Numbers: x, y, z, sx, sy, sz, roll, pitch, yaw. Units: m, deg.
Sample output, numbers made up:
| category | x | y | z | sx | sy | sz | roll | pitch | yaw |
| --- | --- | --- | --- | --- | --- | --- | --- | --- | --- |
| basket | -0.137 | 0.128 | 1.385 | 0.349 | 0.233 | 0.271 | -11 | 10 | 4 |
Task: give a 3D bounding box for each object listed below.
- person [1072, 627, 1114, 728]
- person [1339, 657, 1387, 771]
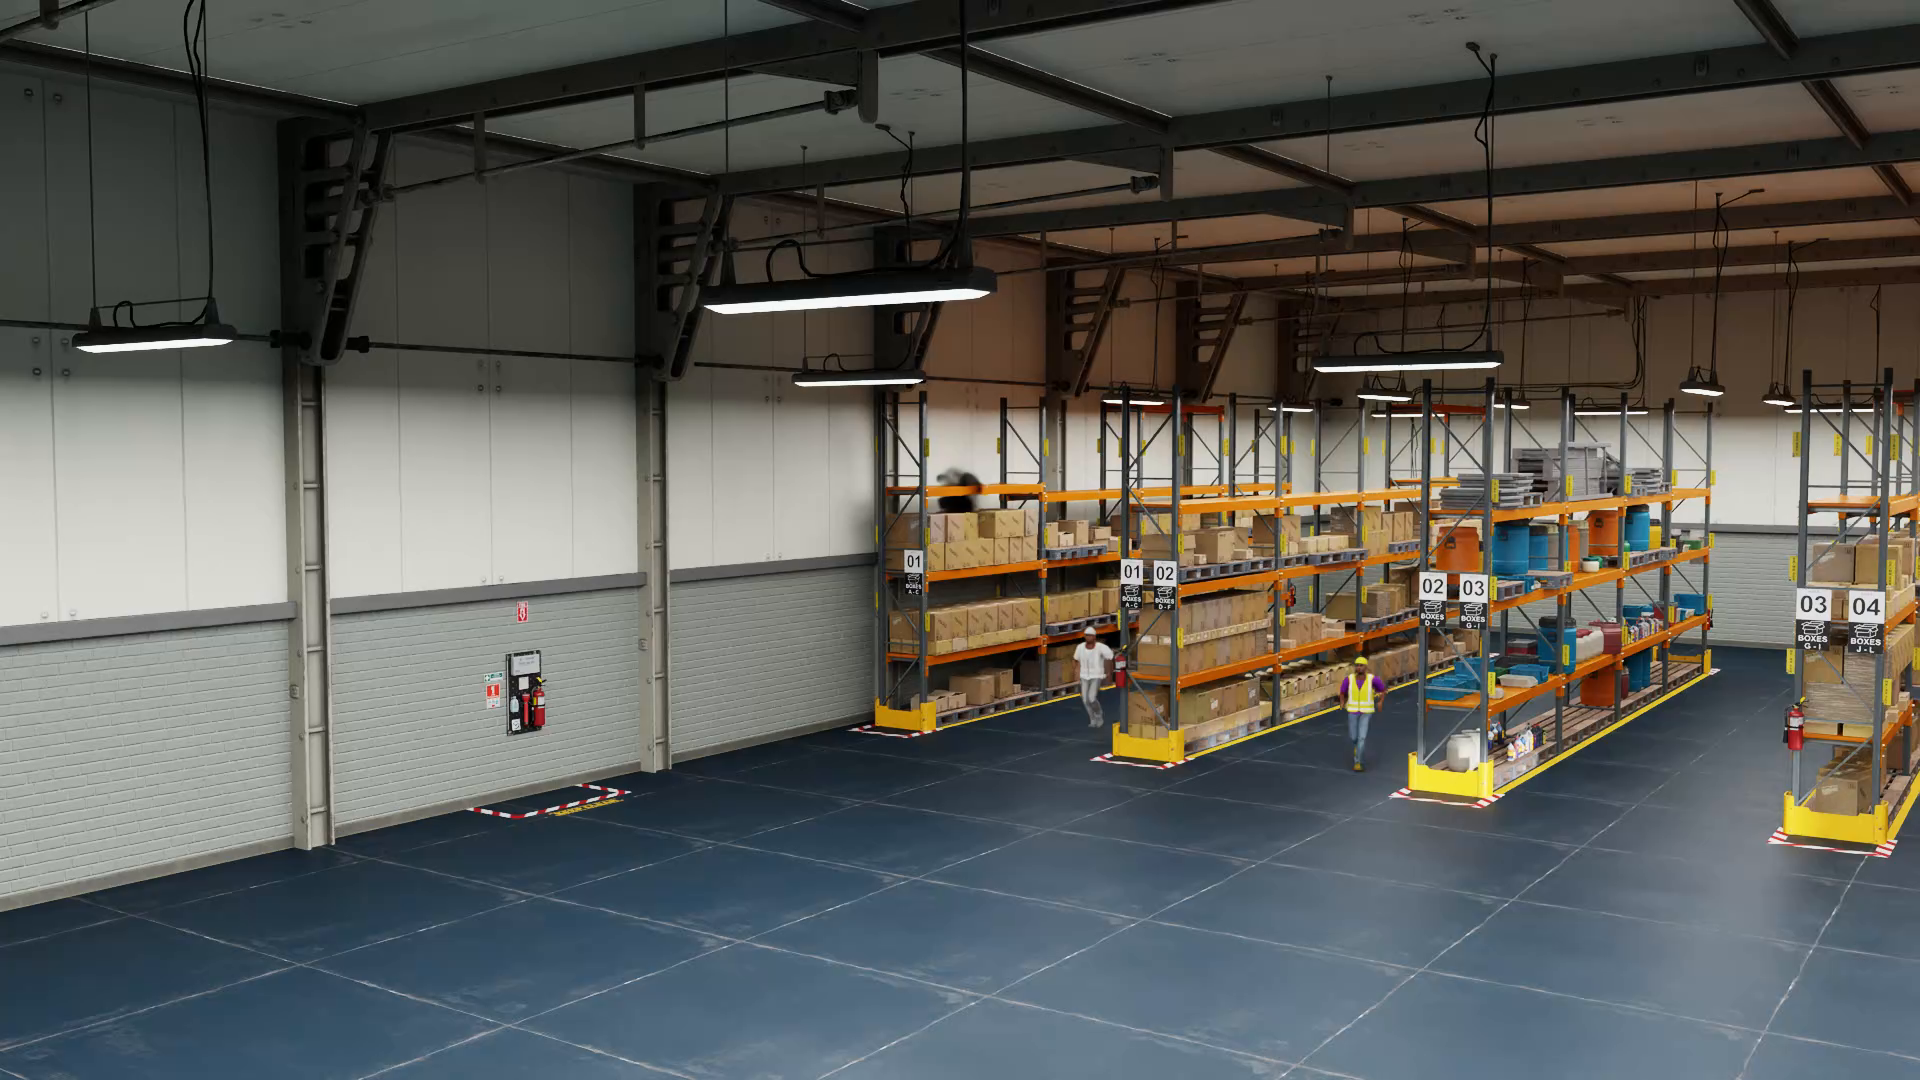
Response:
| category | x | y | z | sx | sy | sz | roll | pitch | yaw |
| --- | --- | --- | --- | --- | --- | --- | --- | --- | --- |
| person | 2.197 | 2.319 | 27.941 | 0.716 | 1.710 | 0.614 | 2 | 4 | 30 |
| person | 6.285 | 2.696 | 26.025 | 0.713 | 1.736 | 0.897 | 1 | 3 | 22 |
